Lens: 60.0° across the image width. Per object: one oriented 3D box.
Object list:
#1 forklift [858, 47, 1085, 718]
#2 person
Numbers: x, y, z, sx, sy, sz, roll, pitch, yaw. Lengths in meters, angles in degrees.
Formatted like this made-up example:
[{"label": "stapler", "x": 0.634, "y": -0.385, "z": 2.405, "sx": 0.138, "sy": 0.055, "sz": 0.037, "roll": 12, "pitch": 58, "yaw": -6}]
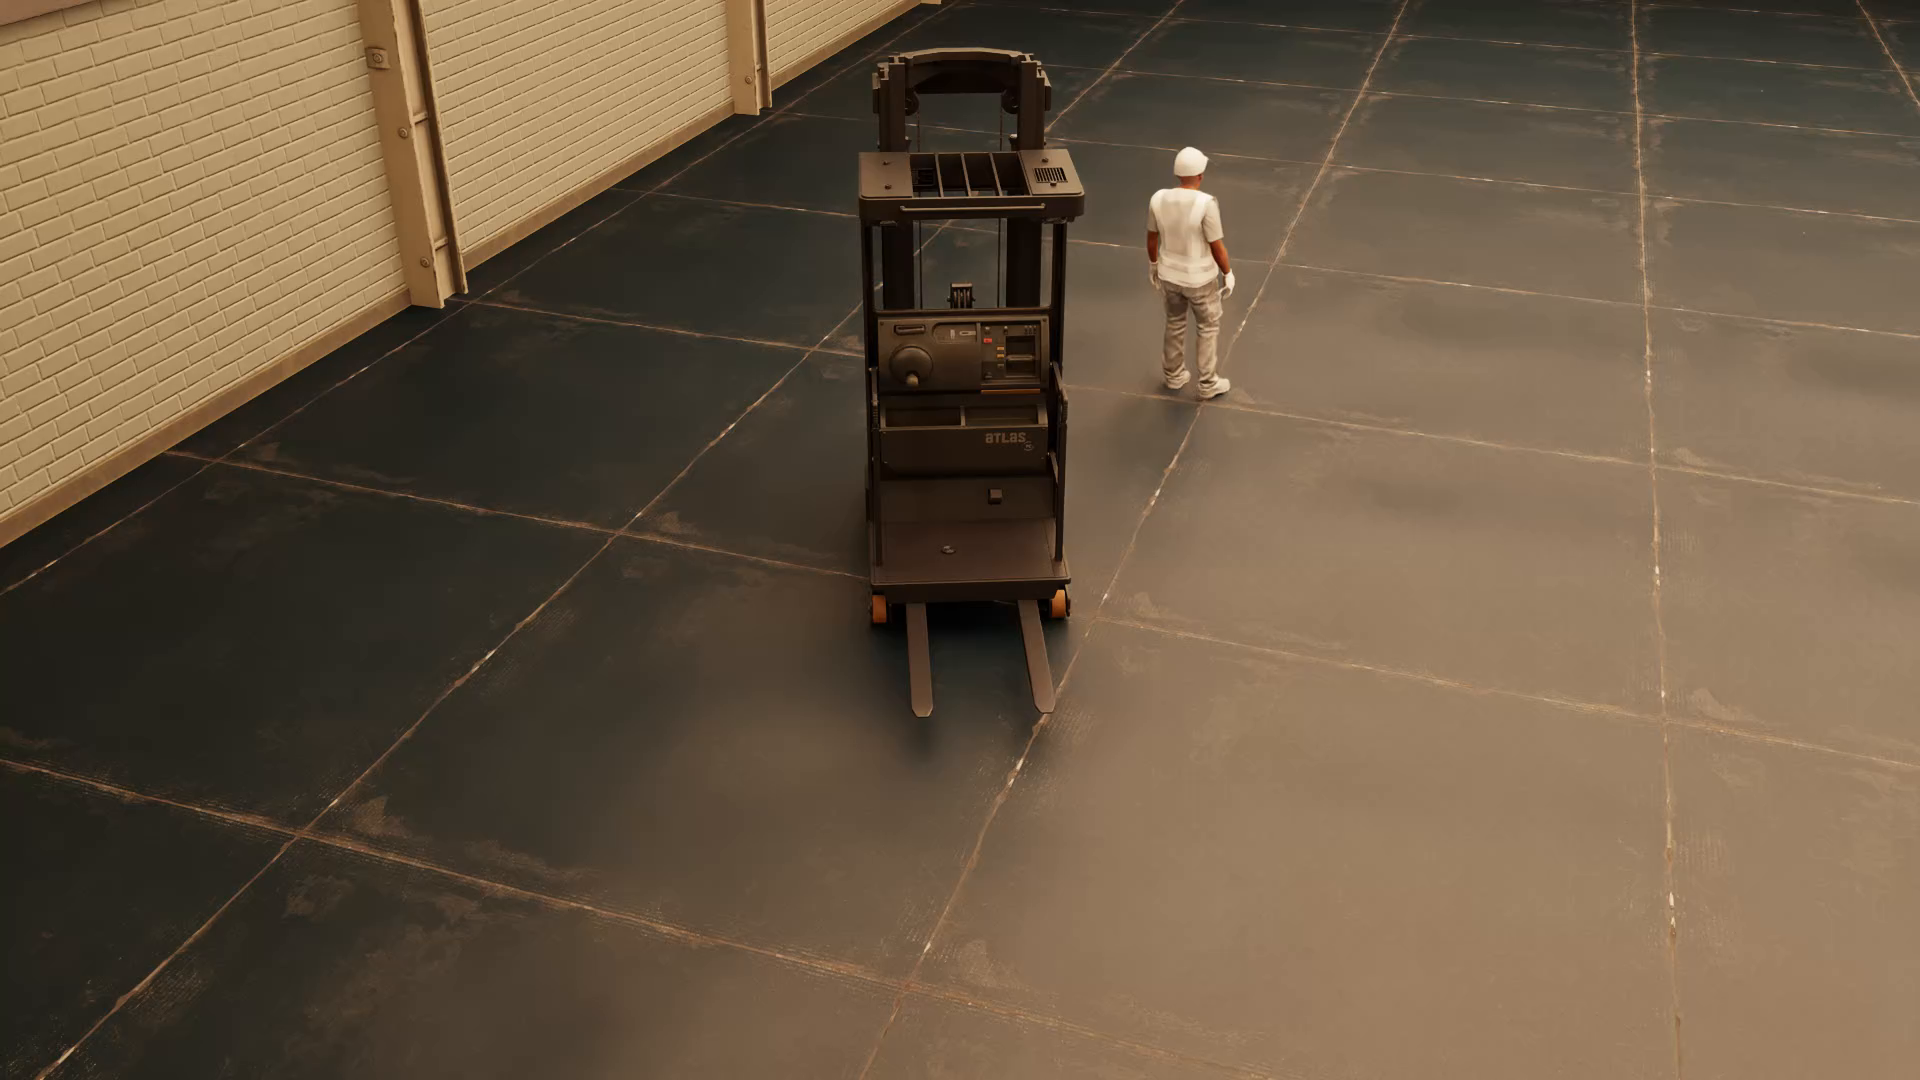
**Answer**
[{"label": "forklift", "x": 0.035, "y": -0.972, "z": 8.842, "sx": 1.130, "sy": 2.935, "sz": 3.031, "roll": -2, "pitch": 30, "yaw": -3}, {"label": "person", "x": 1.620, "y": -1.856, "z": 11.558, "sx": 0.650, "sy": 1.795, "sz": 0.503, "roll": 22, "pitch": 36, "yaw": 33}]
